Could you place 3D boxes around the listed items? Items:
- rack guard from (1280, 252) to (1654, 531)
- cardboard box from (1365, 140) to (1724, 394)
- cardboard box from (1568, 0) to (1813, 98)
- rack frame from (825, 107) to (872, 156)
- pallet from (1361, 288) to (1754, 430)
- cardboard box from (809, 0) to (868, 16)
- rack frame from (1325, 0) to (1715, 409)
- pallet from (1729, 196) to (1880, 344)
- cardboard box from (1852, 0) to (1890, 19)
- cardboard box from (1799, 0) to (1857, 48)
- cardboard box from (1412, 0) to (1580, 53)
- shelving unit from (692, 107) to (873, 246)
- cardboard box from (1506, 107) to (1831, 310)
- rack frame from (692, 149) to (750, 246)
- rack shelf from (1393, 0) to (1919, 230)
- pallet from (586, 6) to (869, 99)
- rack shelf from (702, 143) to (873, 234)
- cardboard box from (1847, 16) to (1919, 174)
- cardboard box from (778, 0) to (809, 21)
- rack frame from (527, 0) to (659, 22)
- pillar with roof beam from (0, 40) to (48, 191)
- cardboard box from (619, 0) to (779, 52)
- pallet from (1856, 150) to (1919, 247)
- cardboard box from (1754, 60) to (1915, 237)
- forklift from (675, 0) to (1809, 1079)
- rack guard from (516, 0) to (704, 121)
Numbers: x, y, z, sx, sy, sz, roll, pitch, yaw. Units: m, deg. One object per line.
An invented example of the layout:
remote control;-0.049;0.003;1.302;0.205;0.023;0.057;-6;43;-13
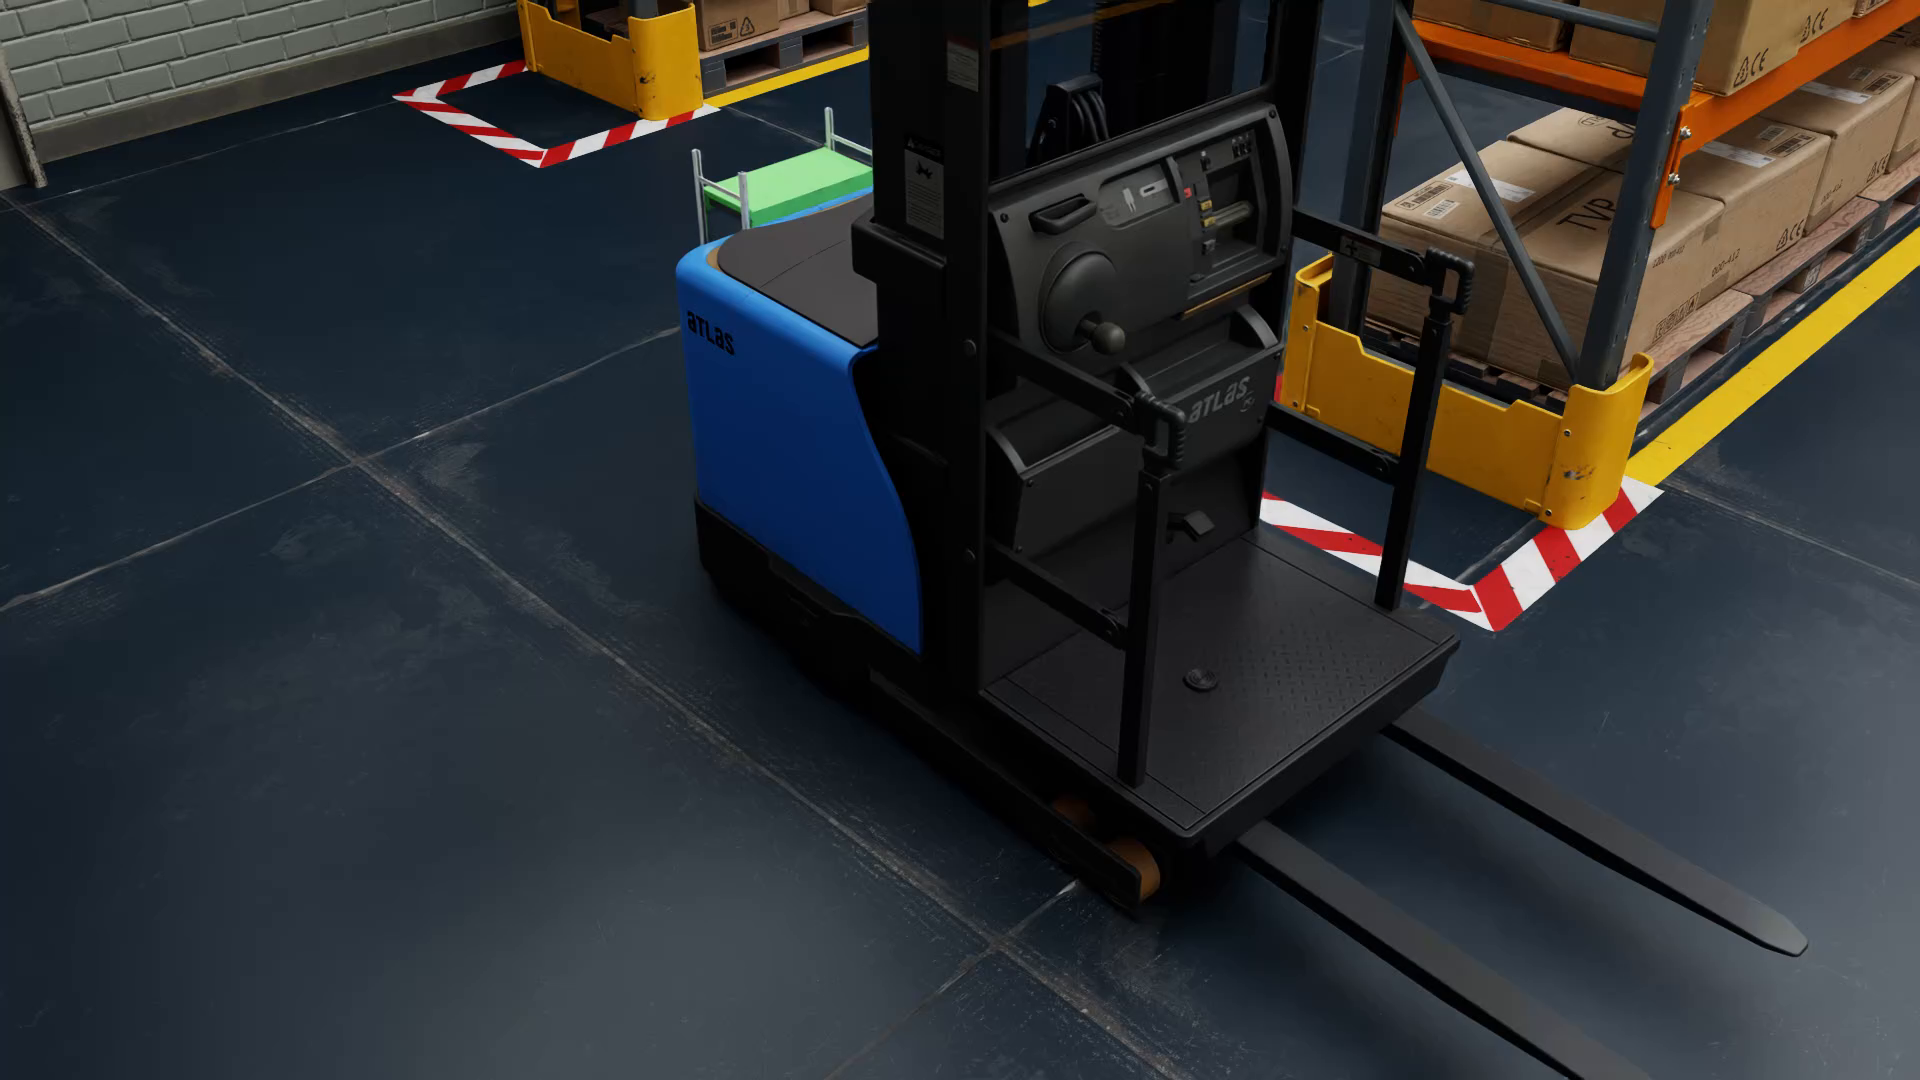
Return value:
rack guard;1.652;-0.525;5.566;1.175;0.500;0.348;30;45;35
cardboard box;2.063;-0.990;5.920;0.875;0.438;0.875;28;44;34
cardboard box;2.211;-1.680;4.950;0.500;0.500;0.500;29;44;35
rack frame;-0.322;-0.763;5.296;0.015;1.200;0.240;-28;44;-34
pallet;2.177;-0.772;6.173;1.003;0.211;1.213;30;45;35
cardboard box;-0.728;-3.248;9.102;0.500;0.500;0.700;-28;44;-34
rack frame;1.669;-1.560;4.865;1.000;3.000;0.127;30;45;35
pallet;3.036;-1.265;6.880;1.003;0.211;1.213;30;45;35
cardboard box;2.919;-2.096;5.546;0.500;0.500;0.500;29;44;35
cardboard box;2.547;-1.897;5.260;0.500;0.500;0.500;29;44;35
cardboard box;1.821;-1.904;5.270;0.500;0.500;0.500;-30;45;-35
shelving unit;-0.500;-0.668;5.159;0.503;1.200;0.258;-28;44;-34
cardboard box;2.702;-1.365;6.457;0.875;0.438;0.875;-29;44;-34
rack frame;-0.679;-0.573;5.023;0.015;1.200;0.240;-28;44;-34
rack shelf;3.078;-2.077;6.235;1.077;0.370;4.000;30;45;35
pallet;-1.242;-2.770;9.038;1.003;0.211;1.213;30;45;35
rack shelf;-0.500;-1.009;4.921;0.480;0.148;0.258;-28;44;-34
cardboard box;3.969;-2.094;7.503;0.875;0.438;0.875;29;44;35
cardboard box;-1.031;-2.929;8.953;0.380;0.149;0.250;28;43;34
rack frame;-1.856;-3.559;7.731;1.000;3.000;0.127;30;45;35
pillar with roof beam;-1.341;-3.554;2.479;9.100;9.000;0.400;30;45;35
cardboard box;-1.358;-2.918;8.626;0.797;0.503;0.637;28;43;34
pallet;3.896;-1.763;7.593;1.003;0.211;1.213;30;45;35
cardboard box;3.338;-1.730;6.981;0.875;0.438;0.875;28;44;34
forklift;0.578;-0.657;3.629;1.130;2.935;3.031;-28;43;-34
rack guard;-1.803;-2.565;8.490;1.175;0.500;0.348;30;45;35
